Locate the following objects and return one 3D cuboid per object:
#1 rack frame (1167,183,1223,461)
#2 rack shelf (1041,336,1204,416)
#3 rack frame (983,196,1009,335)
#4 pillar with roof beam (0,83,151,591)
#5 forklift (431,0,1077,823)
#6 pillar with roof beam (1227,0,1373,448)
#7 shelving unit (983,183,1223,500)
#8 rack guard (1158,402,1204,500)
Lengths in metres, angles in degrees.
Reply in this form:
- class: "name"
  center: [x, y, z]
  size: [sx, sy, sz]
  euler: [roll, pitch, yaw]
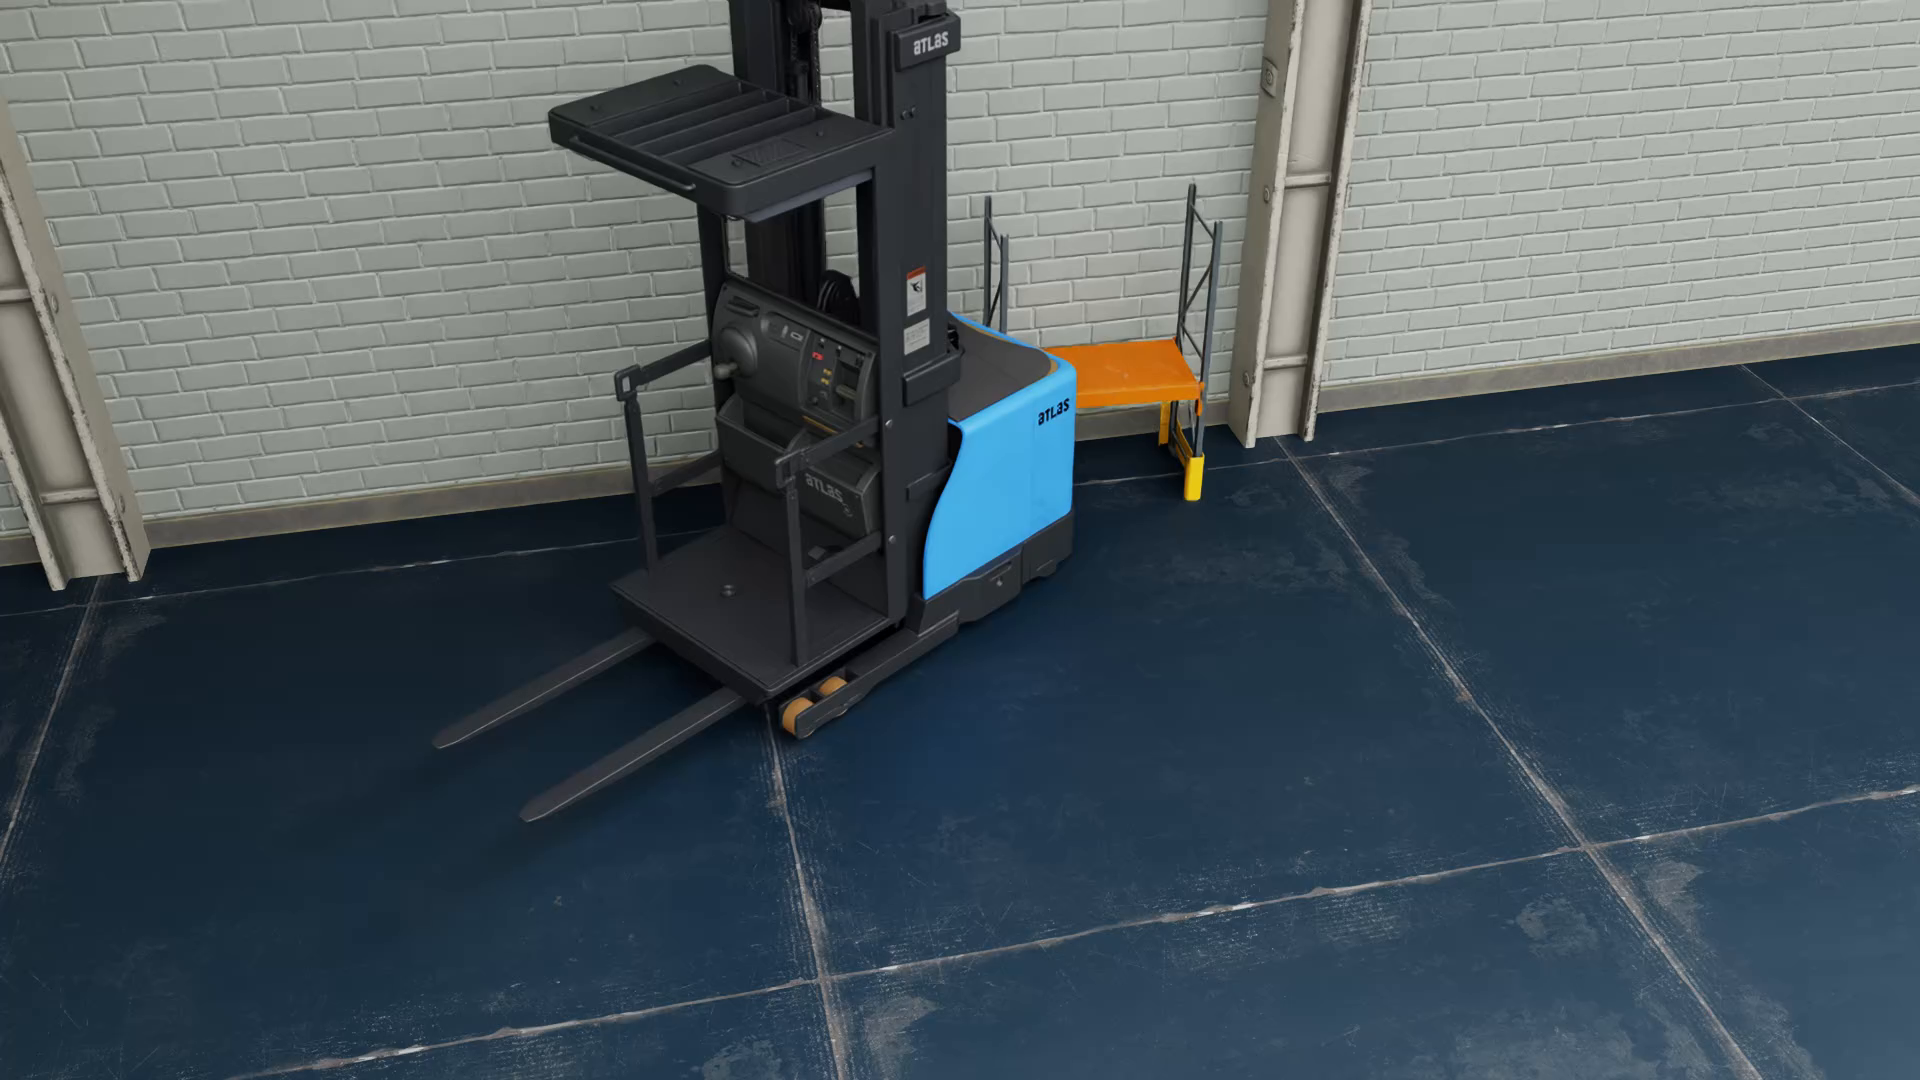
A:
- class: "rack frame"
  center: [1.176, -0.992, 8.382]
  size: [0.032, 1.500, 0.500]
  euler: [-5, 34, -7]
- class: "rack shelf"
  center: [0.674, -0.799, 8.417]
  size: [1.000, 0.185, 0.538]
  euler: [-5, 34, -7]
- class: "rack frame"
  center: [0.172, -0.904, 8.252]
  size: [0.032, 1.500, 0.500]
  euler: [-5, 34, -7]
- class: "pillar with roof beam"
  center: [-3.202, -1.264, 2.058]
  size: [0.400, 9.000, 9.100]
  euler: [-7, 35, -11]
- class: "forklift"
  center: [-0.833, -0.708, 6.674]
  size: [1.130, 2.935, 3.031]
  euler: [28, 43, 35]
- class: "pillar with roof beam"
  center: [2.650, -2.001, 3.157]
  size: [0.400, 9.000, 9.100]
  euler: [-7, 35, -11]
- class: "shelving unit"
  center: [0.665, -0.947, 8.316]
  size: [1.083, 1.500, 0.587]
  euler: [-5, 34, -7]
- class: "rack guard"
  center: [1.157, -0.471, 8.728]
  size: [0.087, 0.250, 0.587]
  euler: [-5, 34, -7]
